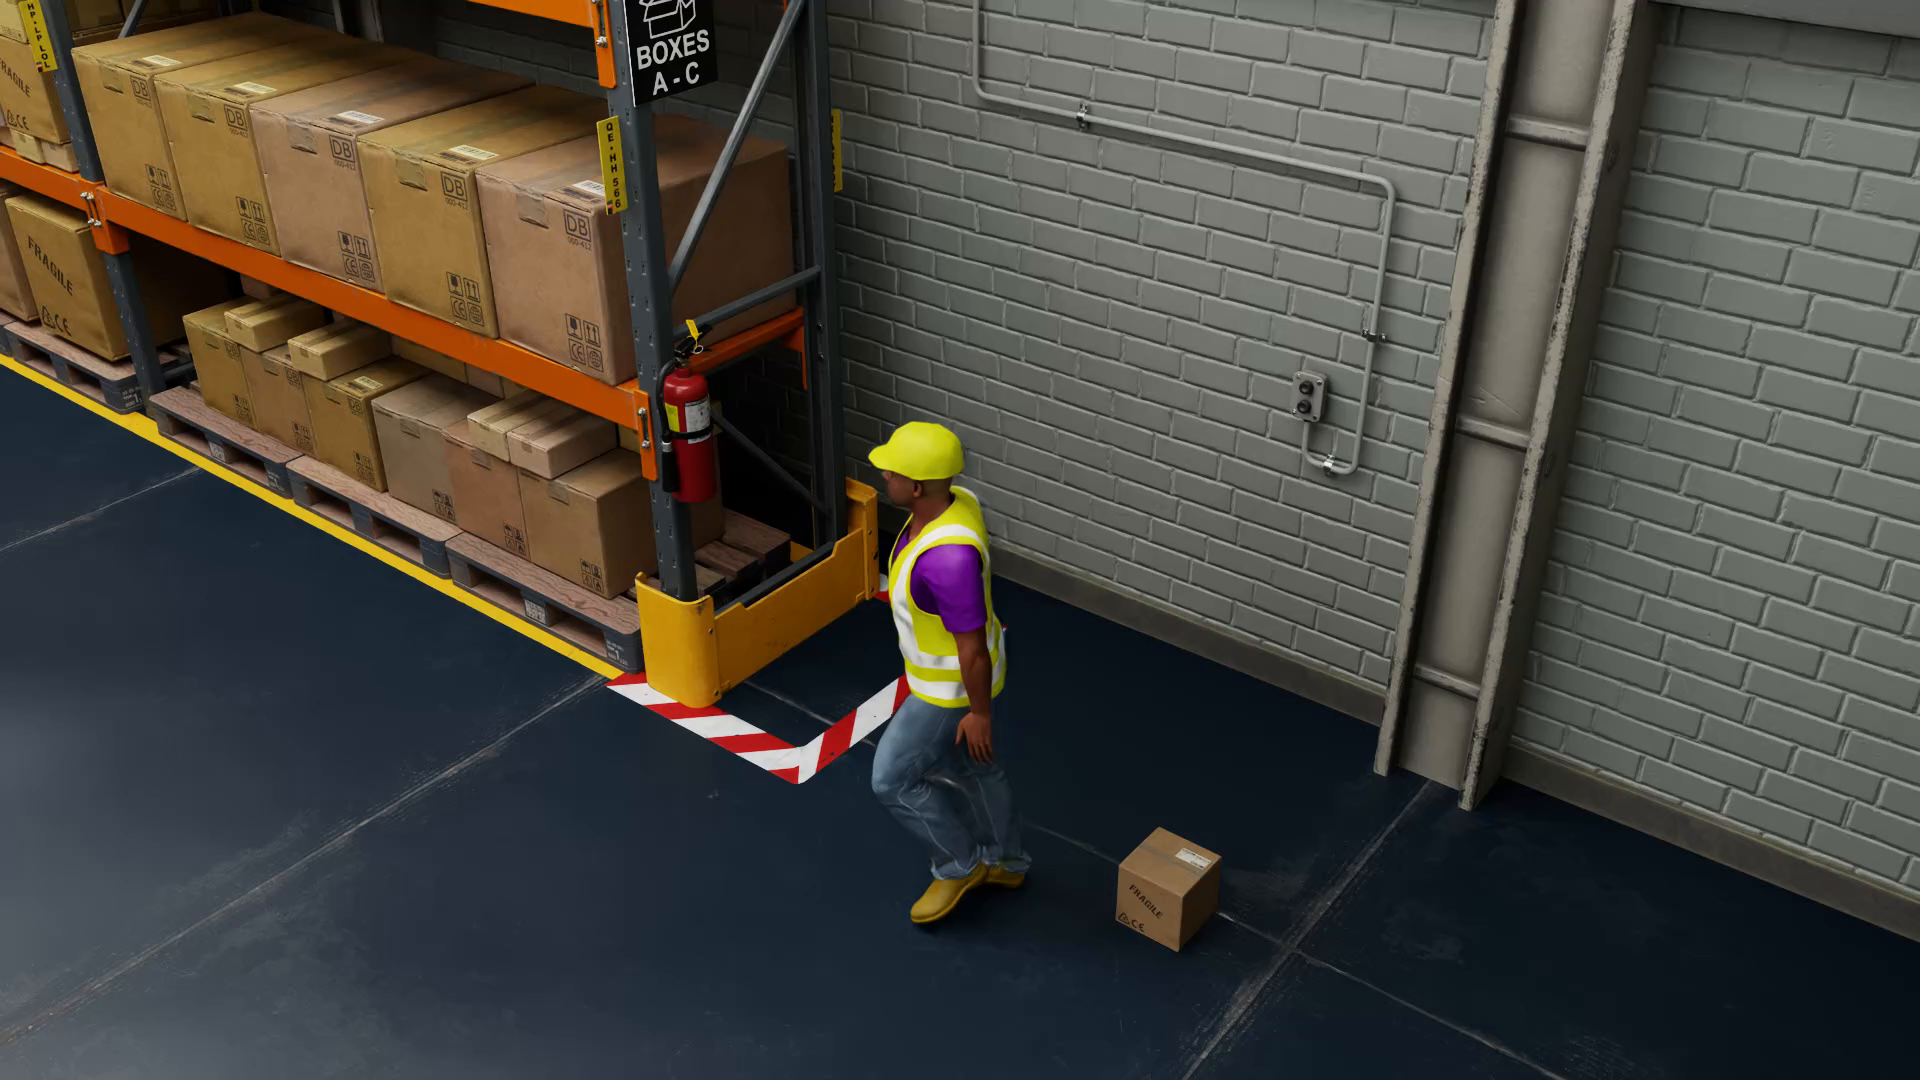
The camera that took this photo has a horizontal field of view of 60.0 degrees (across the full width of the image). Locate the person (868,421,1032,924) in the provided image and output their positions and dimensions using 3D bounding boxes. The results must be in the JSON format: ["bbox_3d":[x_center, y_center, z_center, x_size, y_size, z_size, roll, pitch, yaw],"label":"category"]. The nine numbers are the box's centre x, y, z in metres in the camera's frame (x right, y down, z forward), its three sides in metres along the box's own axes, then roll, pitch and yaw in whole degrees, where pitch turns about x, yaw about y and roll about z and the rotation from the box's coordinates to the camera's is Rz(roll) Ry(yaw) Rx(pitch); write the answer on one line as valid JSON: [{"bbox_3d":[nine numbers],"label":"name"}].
[{"bbox_3d":[-0.015,0.423,5.359,0.531,1.743,0.608,2,31,4],"label":"person"}]
